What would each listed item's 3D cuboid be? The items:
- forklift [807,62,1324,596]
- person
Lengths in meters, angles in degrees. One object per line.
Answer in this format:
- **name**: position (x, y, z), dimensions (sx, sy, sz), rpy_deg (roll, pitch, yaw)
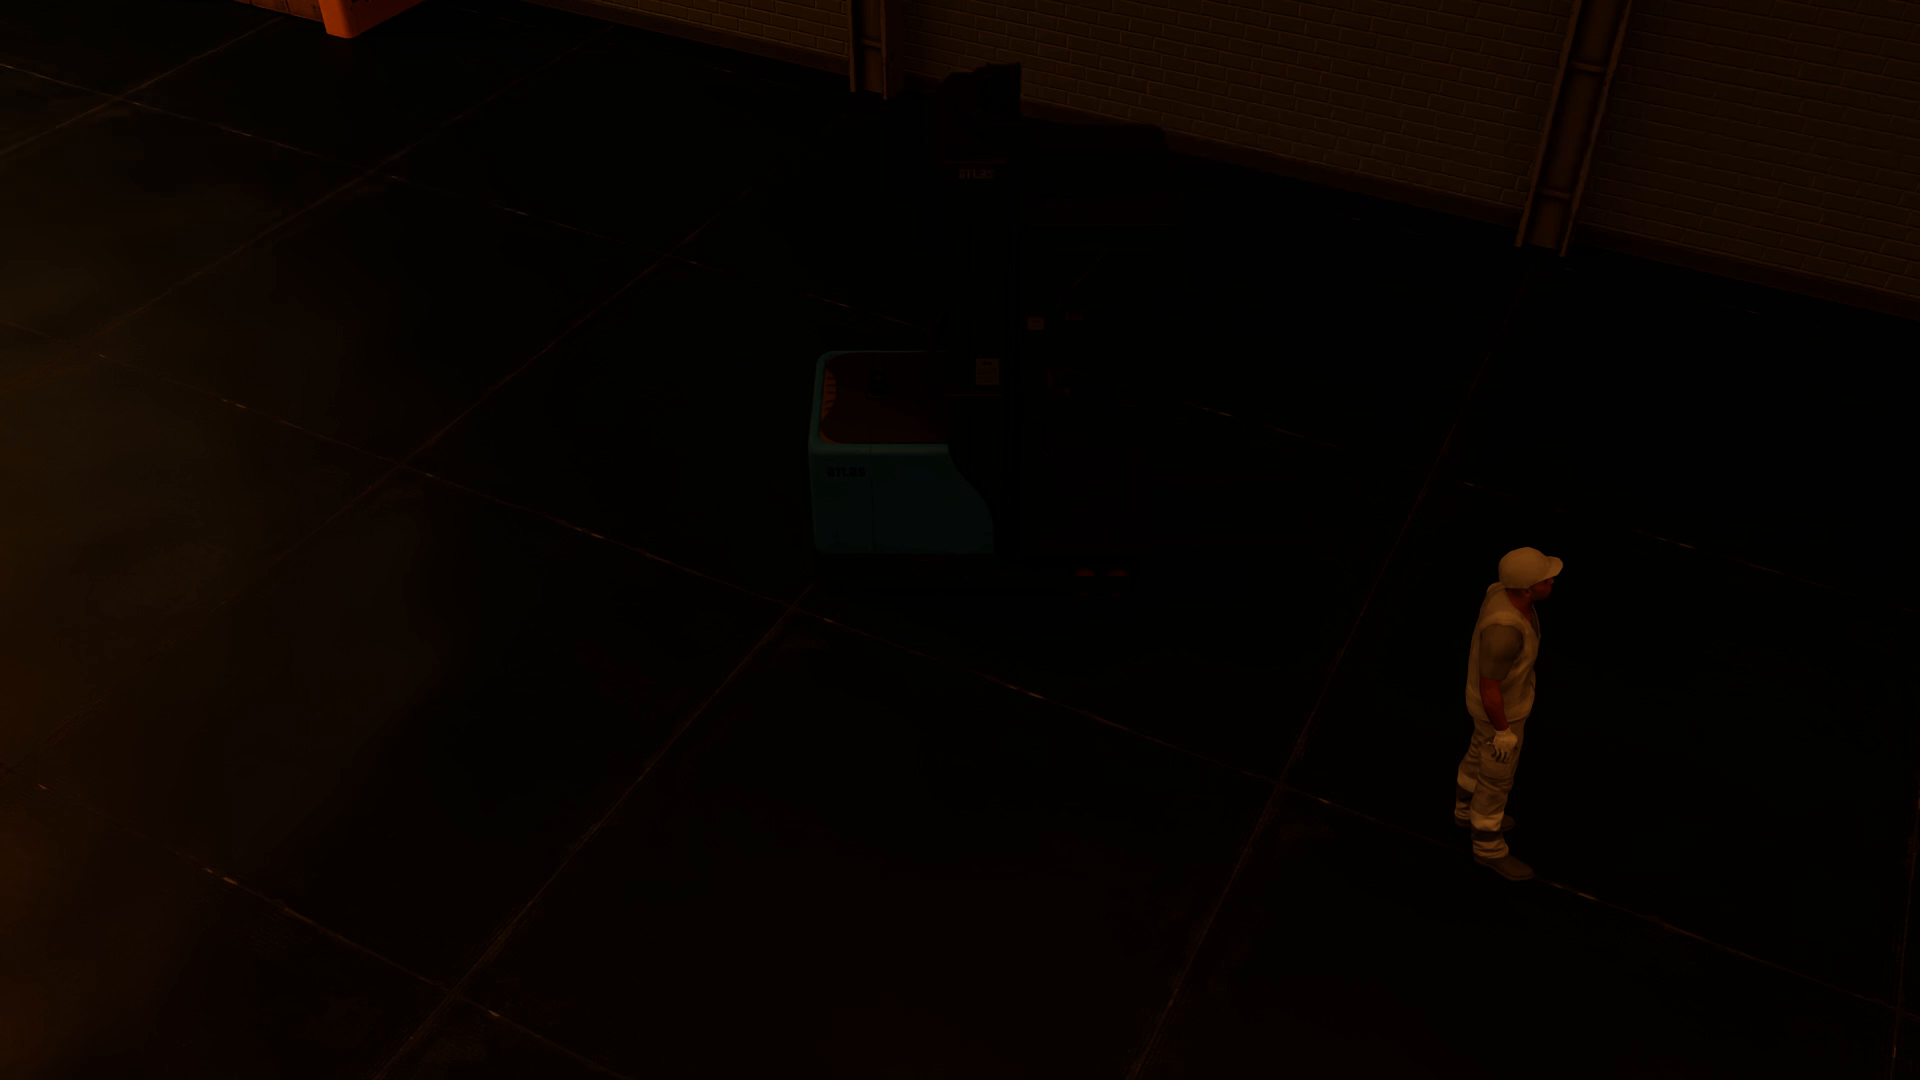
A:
- **forklift**: position (0.646, -1.132, 9.330), dimensions (3.031, 2.935, 1.130), rpy_deg (0, 40, 0)
- **person**: position (2.655, 0.788, 7.926), dimensions (0.564, 1.787, 0.638), rpy_deg (13, 42, 14)
